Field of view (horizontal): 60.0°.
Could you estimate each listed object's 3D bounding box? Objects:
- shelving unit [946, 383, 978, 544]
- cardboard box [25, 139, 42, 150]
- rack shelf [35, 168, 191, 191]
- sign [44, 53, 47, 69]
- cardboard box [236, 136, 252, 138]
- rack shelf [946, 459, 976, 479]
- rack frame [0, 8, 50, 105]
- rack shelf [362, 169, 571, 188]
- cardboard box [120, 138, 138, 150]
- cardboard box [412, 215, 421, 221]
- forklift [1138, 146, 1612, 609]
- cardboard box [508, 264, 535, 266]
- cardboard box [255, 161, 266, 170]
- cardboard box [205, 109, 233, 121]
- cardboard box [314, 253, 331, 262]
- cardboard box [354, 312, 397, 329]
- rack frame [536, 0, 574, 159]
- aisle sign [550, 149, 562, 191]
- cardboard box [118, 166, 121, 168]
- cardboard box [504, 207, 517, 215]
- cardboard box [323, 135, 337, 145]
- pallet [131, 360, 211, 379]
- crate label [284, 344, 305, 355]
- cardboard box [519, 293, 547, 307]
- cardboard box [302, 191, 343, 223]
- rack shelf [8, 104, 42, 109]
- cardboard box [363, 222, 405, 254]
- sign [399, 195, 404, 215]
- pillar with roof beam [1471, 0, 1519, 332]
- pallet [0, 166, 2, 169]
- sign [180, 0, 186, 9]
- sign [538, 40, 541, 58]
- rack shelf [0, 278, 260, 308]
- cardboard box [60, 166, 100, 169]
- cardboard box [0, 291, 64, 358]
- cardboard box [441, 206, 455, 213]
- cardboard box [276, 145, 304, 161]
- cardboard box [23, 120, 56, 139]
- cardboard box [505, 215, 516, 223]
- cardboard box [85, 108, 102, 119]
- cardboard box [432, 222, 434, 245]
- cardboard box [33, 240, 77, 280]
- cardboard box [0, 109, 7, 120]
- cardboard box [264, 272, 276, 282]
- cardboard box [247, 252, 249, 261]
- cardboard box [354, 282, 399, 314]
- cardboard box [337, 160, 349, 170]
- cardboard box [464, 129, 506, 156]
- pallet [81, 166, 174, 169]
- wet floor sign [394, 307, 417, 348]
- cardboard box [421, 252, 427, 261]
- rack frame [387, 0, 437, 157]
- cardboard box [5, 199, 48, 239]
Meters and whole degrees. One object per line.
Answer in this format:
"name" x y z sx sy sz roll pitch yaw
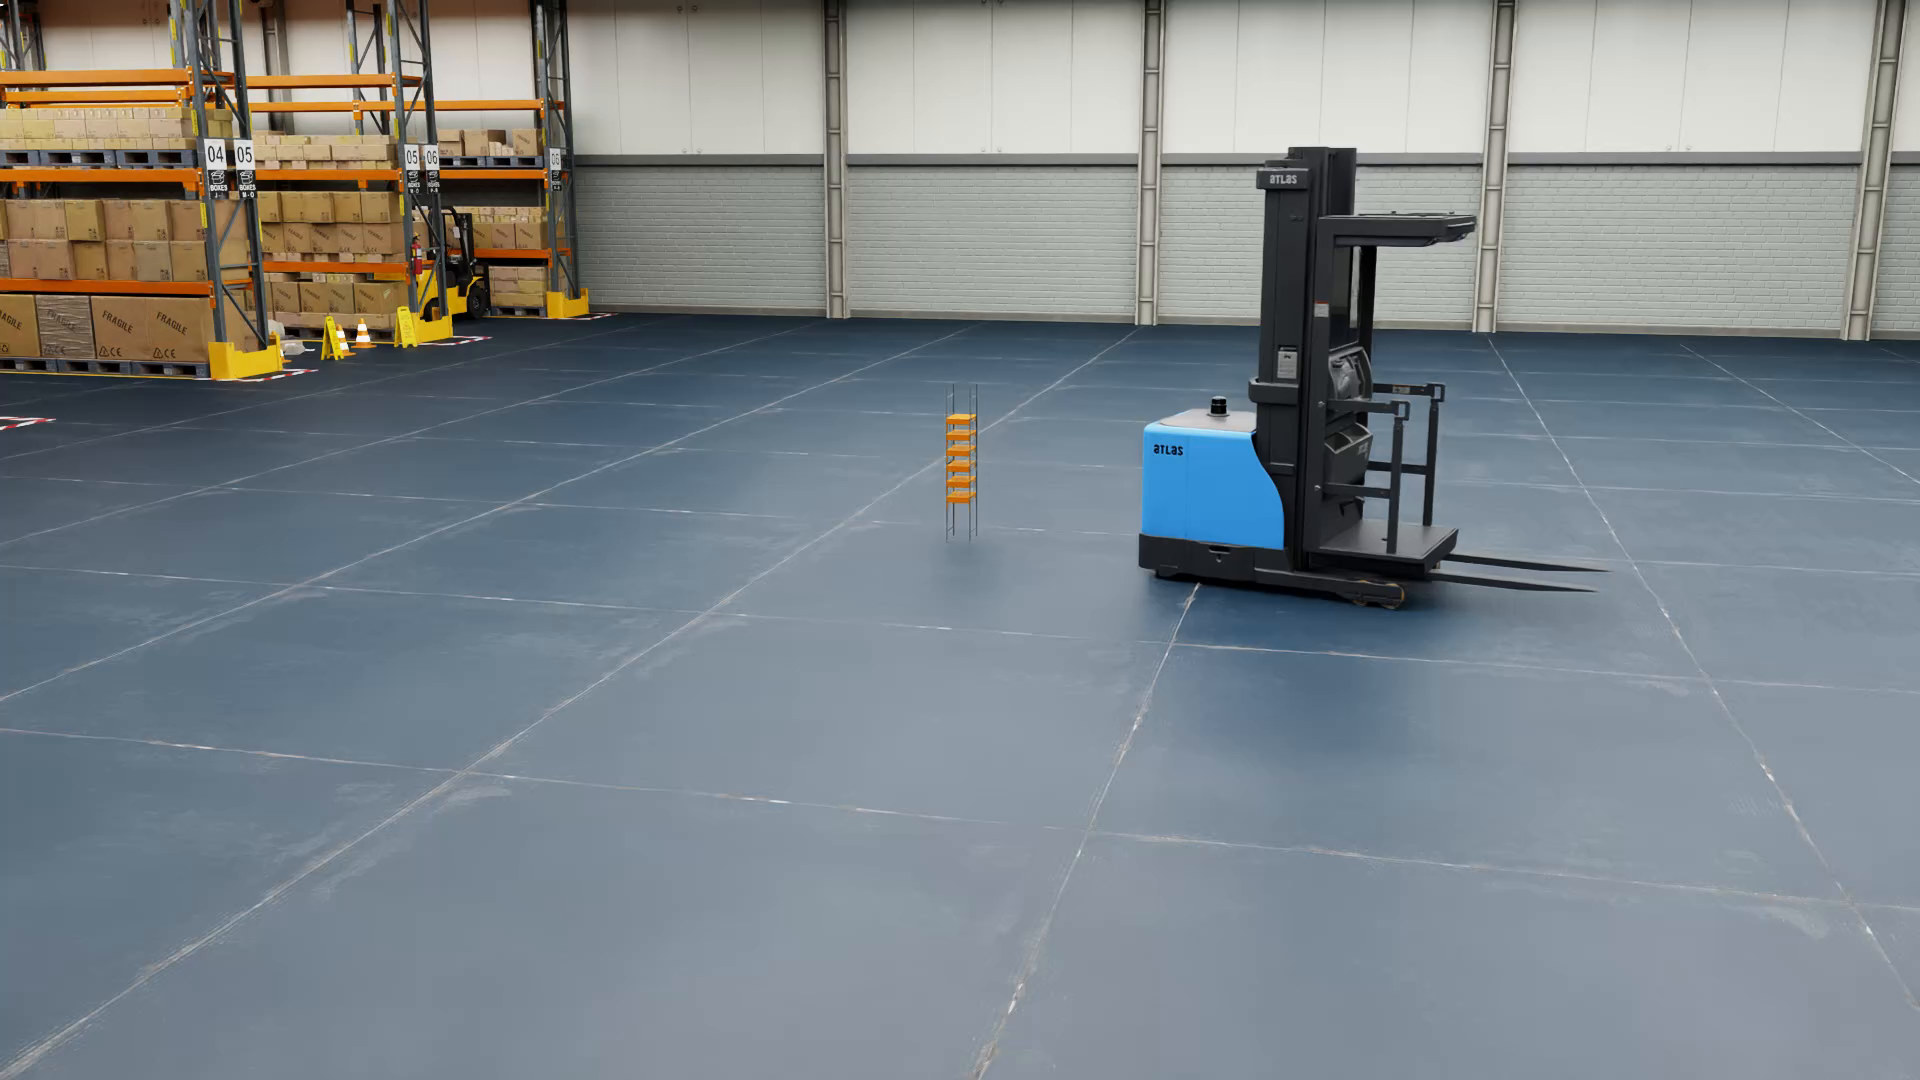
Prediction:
"shelving unit" 0.014 -0.585 12.693 0.189 1.200 0.258 3 13 14
"cardboard box" -12.620 -5.446 22.902 0.250 0.149 0.380 3 13 13
"rack shelf" -14.735 -6.256 28.836 4.000 0.370 1.077 3 13 14
"sign" -19.247 -10.078 34.951 0.005 0.325 0.100 3 13 14
"cardboard box" -11.803 -6.643 27.658 0.250 0.149 0.380 3 13 13
"rack shelf" 0.014 -0.542 12.702 0.180 0.103 0.258 3 13 14
"rack frame" -19.374 -9.427 34.542 0.127 3.000 1.000 3 13 14
"rack shelf" -9.665 -7.093 32.606 4.000 0.370 1.077 3 13 14
"cardboard box" -11.140 -5.367 22.545 0.250 0.149 0.380 3 13 14
"cardboard box" -10.628 -6.328 32.694 0.250 0.149 0.380 3 13 15
"forklift" 2.796 -1.114 11.081 3.031 2.935 1.130 7 14 28
"cardboard box" -8.631 -5.317 32.934 0.500 0.250 0.500 3 13 14
"cardboard box" -11.551 -6.261 27.775 0.250 0.149 0.380 3 13 12
"cardboard box" -10.245 -5.855 22.903 0.250 0.149 0.380 3 13 14
"cardboard box" -10.582 -4.735 27.824 0.250 0.149 0.380 3 13 13
"cardboard box" -9.782 -3.681 27.871 0.500 0.250 0.500 3 13 13
"rack frame" -7.724 -8.805 31.735 0.127 3.000 1.000 3 13 14
"aisle sign" -7.730 -7.080 31.809 0.004 0.787 0.394 3 13 14
"cardboard box" -17.021 -7.710 34.071 0.500 0.250 0.500 3 13 14
"cardboard box" -8.629 -6.375 32.219 0.250 0.149 0.380 3 13 15
"cardboard box" -10.272 -6.587 27.406 0.250 0.149 0.380 3 13 14
"pallet" -10.792 -2.449 23.379 1.213 0.211 1.003 3 13 14
"crate label" -10.350 -2.962 25.861 0.298 0.136 0.250 -4 13 -16
"cardboard box" -8.256 -4.696 32.448 0.500 0.250 0.500 3 13 14
"cardboard box" -10.467 -5.527 27.588 0.500 0.500 0.700 3 13 13
"rack shelf" -21.316 -9.178 35.088 4.000 0.370 1.077 3 13 14
"cardboard box" -9.502 -4.996 27.502 0.500 0.500 0.500 3 13 13
"sign" -9.062 -5.436 26.998 0.005 0.325 0.100 3 13 14
"pillar with roof beam" 8.260 -7.191 24.461 0.400 9.000 9.100 3 13 14
"pallet" -17.314 -6.641 29.346 1.003 0.211 1.213 4 13 16
"sign" -10.141 -7.096 21.693 0.005 0.325 0.100 3 13 14
"sign" -7.868 -9.186 31.114 0.005 0.325 0.100 3 13 14
"rack shelf" -11.939 -3.538 23.510 4.000 0.370 1.077 3 13 14
"cardboard box" -15.189 -6.689 28.885 0.637 0.503 0.797 3 13 14
"cardboard box" -13.287 -3.114 23.871 0.875 0.875 0.875 3 13 14
"cardboard box" -10.099 -6.465 32.625 0.250 0.149 0.380 3 13 13
"cardboard box" -10.955 -6.416 27.554 0.500 0.250 0.500 3 13 14
"cardboard box" -12.493 -5.647 22.888 0.500 0.250 0.500 3 13 13
"cardboard box" -8.620 -6.234 32.270 0.250 0.149 0.380 3 13 15
"cardboard box" -11.640 -5.783 22.578 0.250 0.149 0.380 3 13 13
"cardboard box" -10.237 -6.005 32.735 0.500 0.500 0.500 3 13 13
"cardboard box" -12.484 -3.973 23.463 0.550 0.550 0.875 3 13 14
"cardboard box" -13.115 -5.862 22.934 0.250 0.149 0.380 3 13 13
"cardboard box" -11.678 -4.452 28.117 0.250 0.149 0.380 4 13 16
"cardboard box" -12.041 -4.823 28.221 0.250 0.149 0.380 3 13 13
"cardboard box" -9.750 -4.047 27.791 0.500 0.500 0.500 3 13 14
"cardboard box" -10.052 -6.187 27.444 0.250 0.149 0.380 3 13 14
"cardboard box" -9.182 -7.689 32.200 0.500 0.500 0.700 3 13 14
"pallet" -14.374 -6.520 28.795 1.003 0.211 1.213 3 13 14
"wet floor sign" -8.981 -3.448 26.876 0.232 0.644 0.267 8 15 33
"cardboard box" -9.190 -4.770 27.982 0.250 0.149 0.380 3 13 14
"rack frame" -8.909 -7.761 27.029 0.127 3.000 1.000 3 13 14
"cardboard box" -12.969 -4.563 23.629 0.550 0.550 0.875 3 13 14
